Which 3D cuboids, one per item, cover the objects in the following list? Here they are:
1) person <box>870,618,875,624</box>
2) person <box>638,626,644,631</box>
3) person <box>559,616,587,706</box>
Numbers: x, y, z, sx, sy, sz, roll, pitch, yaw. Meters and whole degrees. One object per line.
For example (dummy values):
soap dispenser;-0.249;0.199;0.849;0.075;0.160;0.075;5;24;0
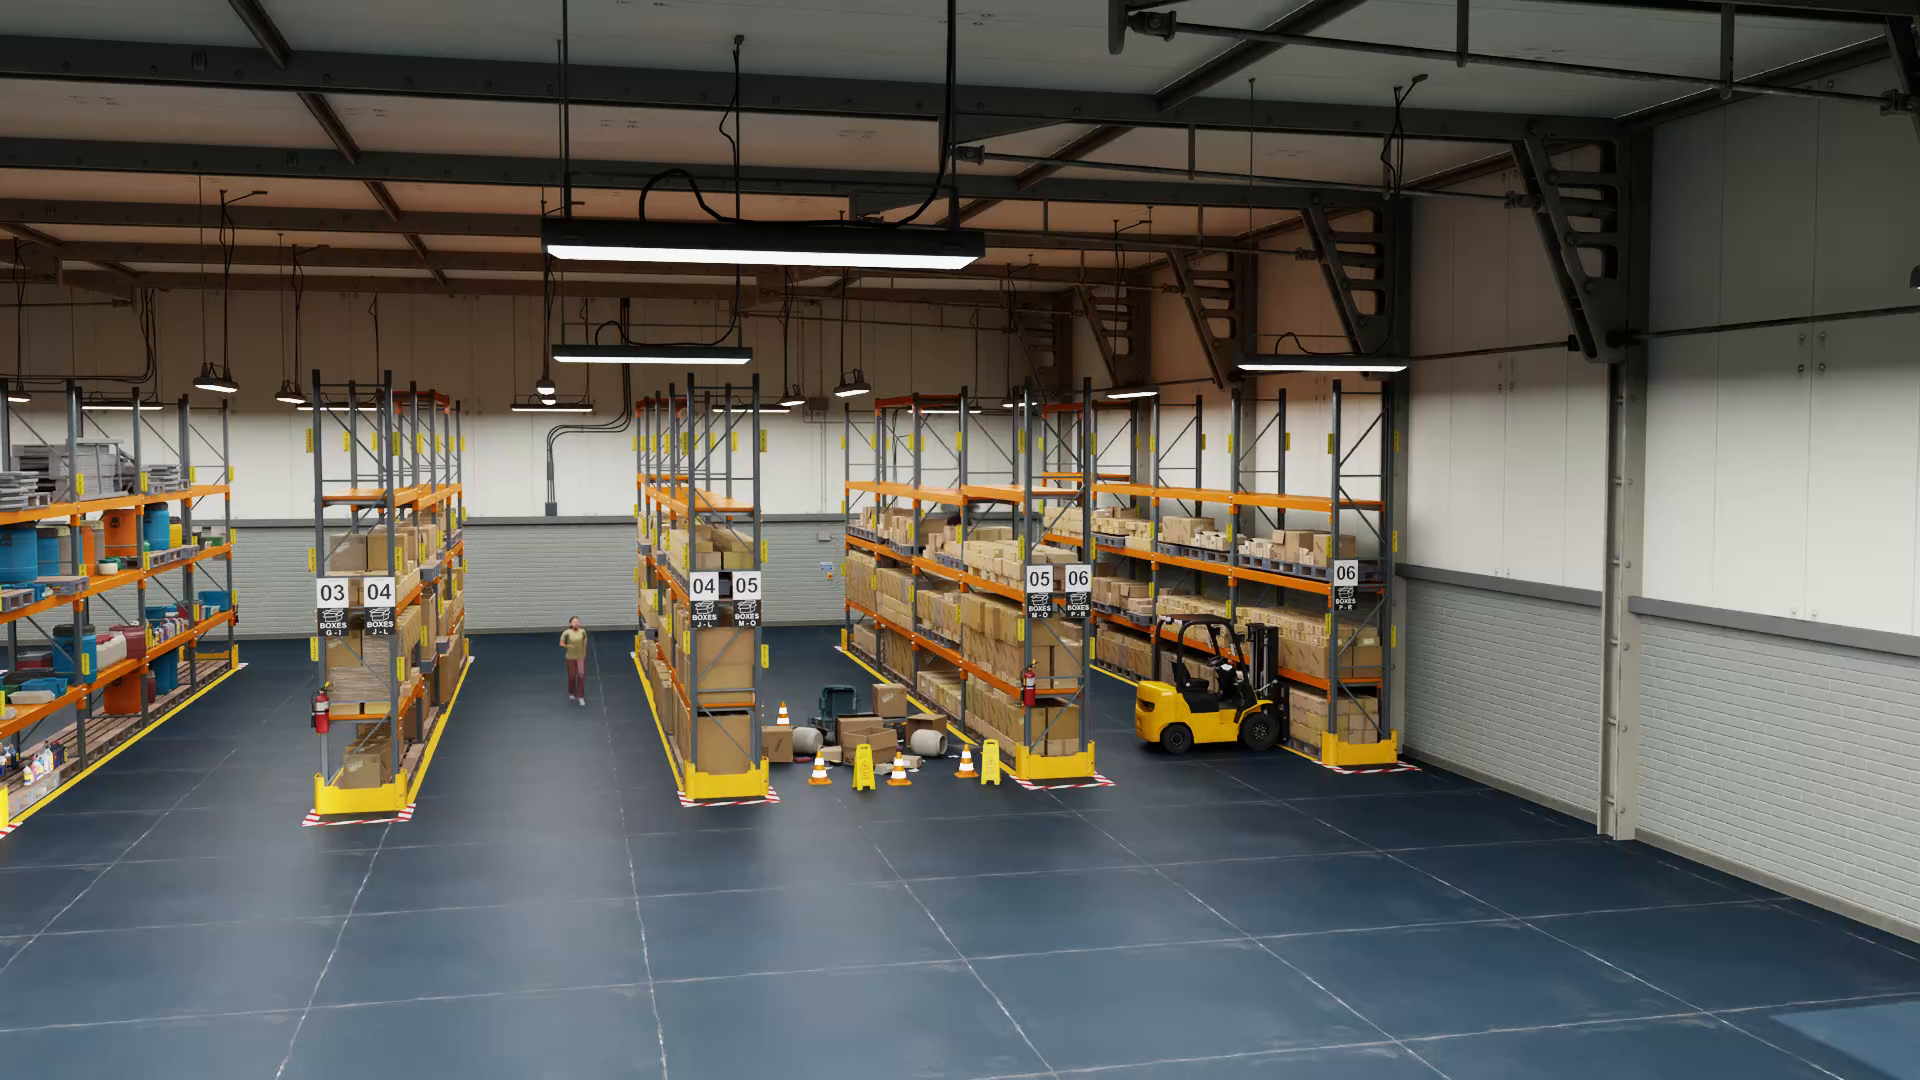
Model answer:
person;-2.042;1.731;41.901;0.929;1.624;0.694;2;4;28
person;-7.568;1.837;40.444;0.557;1.685;0.769;0;3;-3
person;-7.458;2.314;32.124;0.561;1.710;0.774;-1;4;-21
